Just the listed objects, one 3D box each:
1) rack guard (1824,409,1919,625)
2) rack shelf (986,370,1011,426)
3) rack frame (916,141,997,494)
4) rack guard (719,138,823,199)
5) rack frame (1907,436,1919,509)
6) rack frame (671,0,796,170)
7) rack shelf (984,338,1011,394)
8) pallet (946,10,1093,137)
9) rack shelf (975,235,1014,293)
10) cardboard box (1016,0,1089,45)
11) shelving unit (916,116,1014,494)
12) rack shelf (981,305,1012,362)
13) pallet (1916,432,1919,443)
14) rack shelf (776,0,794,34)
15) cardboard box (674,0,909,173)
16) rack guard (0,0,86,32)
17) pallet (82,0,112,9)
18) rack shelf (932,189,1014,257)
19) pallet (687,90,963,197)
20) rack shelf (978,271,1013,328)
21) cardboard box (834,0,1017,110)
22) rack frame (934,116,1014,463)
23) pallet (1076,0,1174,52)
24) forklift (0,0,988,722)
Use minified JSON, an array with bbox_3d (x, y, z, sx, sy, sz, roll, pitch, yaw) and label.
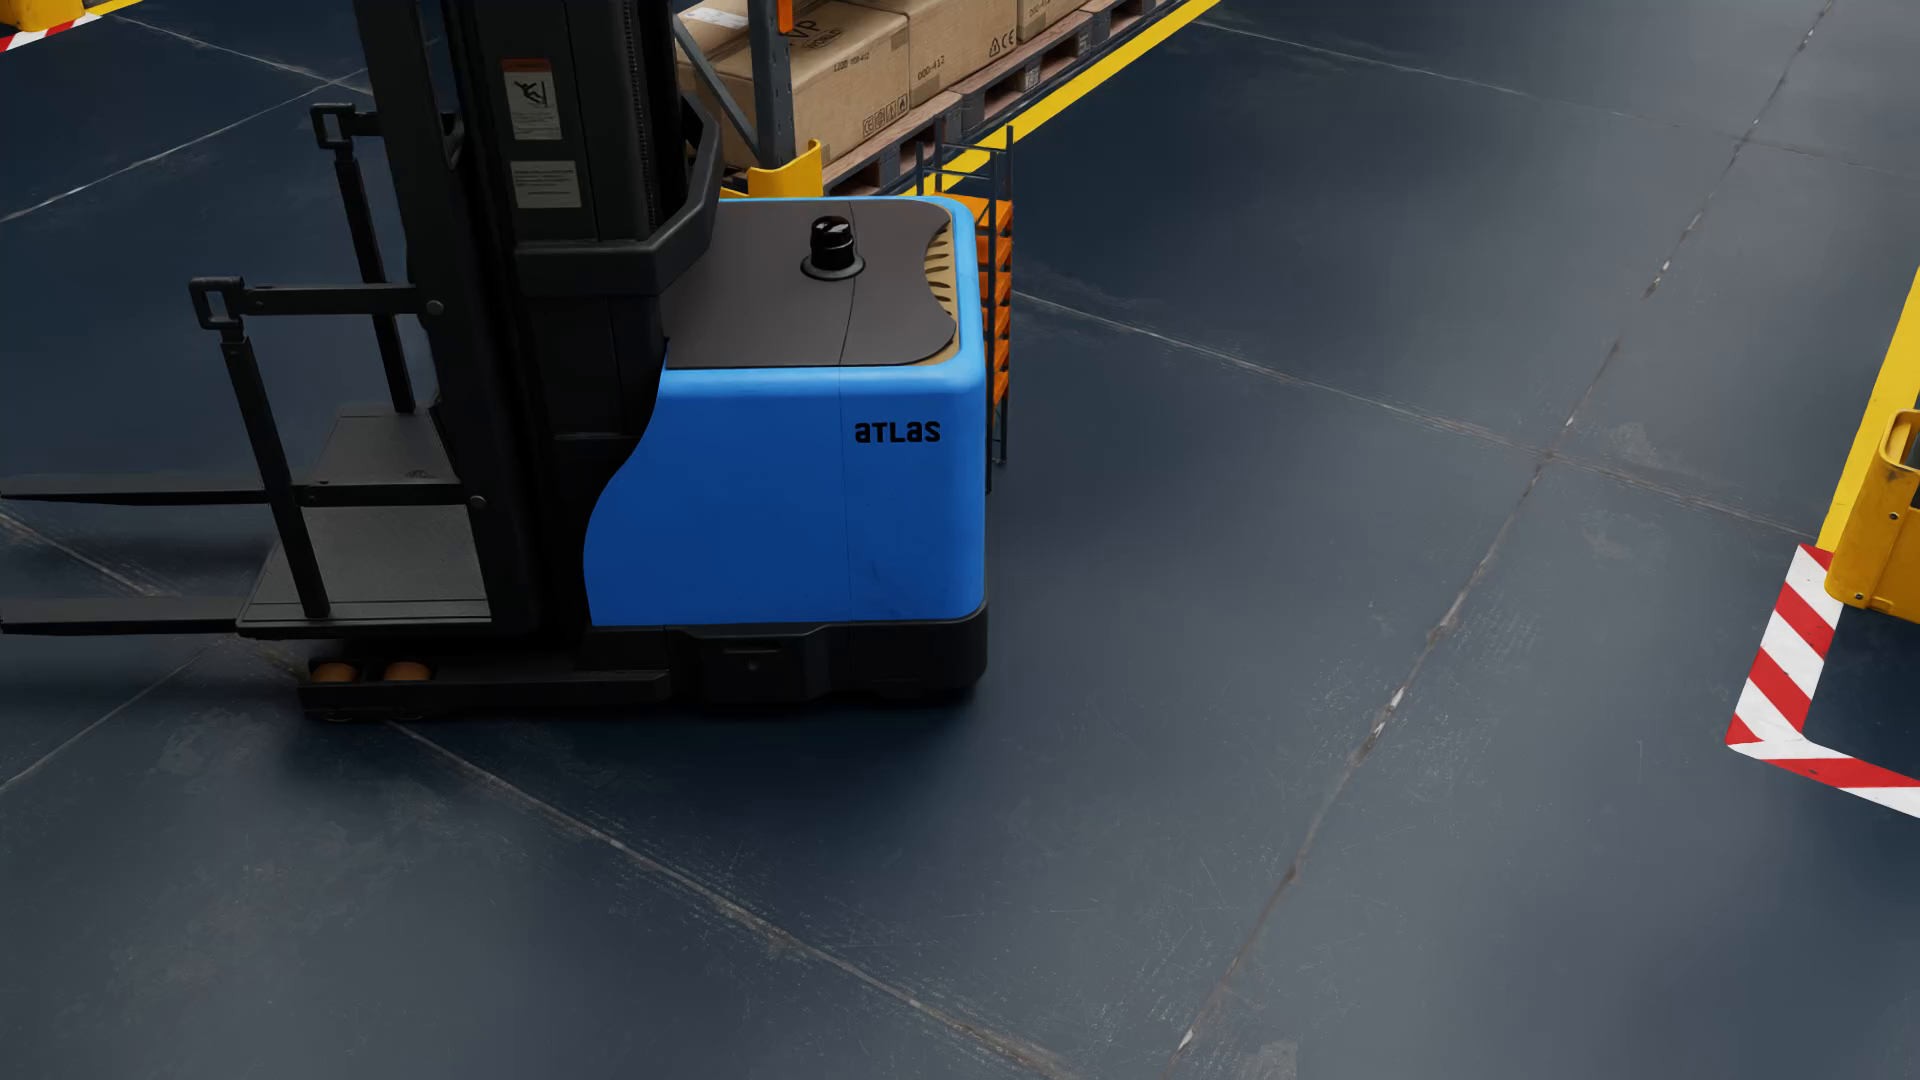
[{"bbox_3d":[3.189,0.073,4.746,1.175,0.500,0.348,21,42,25],"label":"rack guard"},{"bbox_3d":[0.015,-0.475,5.350,0.258,0.103,0.180,10,39,13],"label":"rack shelf"},{"bbox_3d":[-0.011,-0.647,5.106,0.240,1.200,0.006,10,39,13],"label":"rack frame"},{"bbox_3d":[-1.098,-1.443,6.712,1.175,0.500,0.348,21,42,25],"label":"rack guard"},{"bbox_3d":[3.148,-0.878,3.932,1.000,3.000,0.127,21,42,25],"label":"rack frame"},{"bbox_3d":[-1.086,-2.445,5.965,1.000,3.000,0.127,21,42,25],"label":"rack frame"},{"bbox_3d":[0.015,-0.570,5.276,0.258,0.103,0.180,10,39,13],"label":"rack shelf"},{"bbox_3d":[-0.069,-2.405,8.197,1.003,0.211,1.213,21,42,25],"label":"pallet"},{"bbox_3d":[0.015,-0.856,5.057,0.258,0.103,0.180,10,39,13],"label":"rack shelf"},{"bbox_3d":[0.151,-2.909,8.321,0.875,0.438,0.875,20,42,24],"label":"cardboard box"},{"bbox_3d":[0.015,-0.701,5.176,0.258,1.200,0.189,10,39,13],"label":"shelving unit"},{"bbox_3d":[0.015,-0.665,5.203,0.258,0.103,0.180,10,39,13],"label":"rack shelf"},{"bbox_3d":[3.654,-0.220,5.363,1.003,0.211,1.213,21,42,25],"label":"pallet"},{"bbox_3d":[-0.014,-3.191,7.522,1.077,0.370,4.000,21,42,25],"label":"rack shelf"},{"bbox_3d":[-0.816,-1.970,7.103,0.875,0.438,0.875,20,42,24],"label":"cardboard box"},{"bbox_3d":[-5.238,-3.116,8.883,1.175,0.500,0.348,21,42,25],"label":"rack guard"},{"bbox_3d":[-4.812,-3.413,9.505,1.003,0.211,1.213,21,42,25],"label":"pallet"},{"bbox_3d":[0.015,-0.951,4.983,0.258,0.103,0.180,10,39,13],"label":"rack shelf"},{"bbox_3d":[-0.723,-1.779,7.384,1.003,0.211,1.213,21,42,25],"label":"pallet"},{"bbox_3d":[0.015,-0.760,5.130,0.258,0.103,0.180,10,39,13],"label":"rack shelf"},{"bbox_3d":[-0.333,-2.444,7.718,0.875,0.438,0.875,22,43,26],"label":"cardboard box"},{"bbox_3d":[0.040,-0.754,5.246,0.240,1.200,0.006,10,39,13],"label":"rack frame"},{"bbox_3d":[0.584,-3.036,9.016,1.003,0.211,1.213,21,42,25],"label":"pallet"},{"bbox_3d":[-1.450,-0.987,4.130,3.031,2.935,1.130,-1,38,-1],"label":"forklift"}]
